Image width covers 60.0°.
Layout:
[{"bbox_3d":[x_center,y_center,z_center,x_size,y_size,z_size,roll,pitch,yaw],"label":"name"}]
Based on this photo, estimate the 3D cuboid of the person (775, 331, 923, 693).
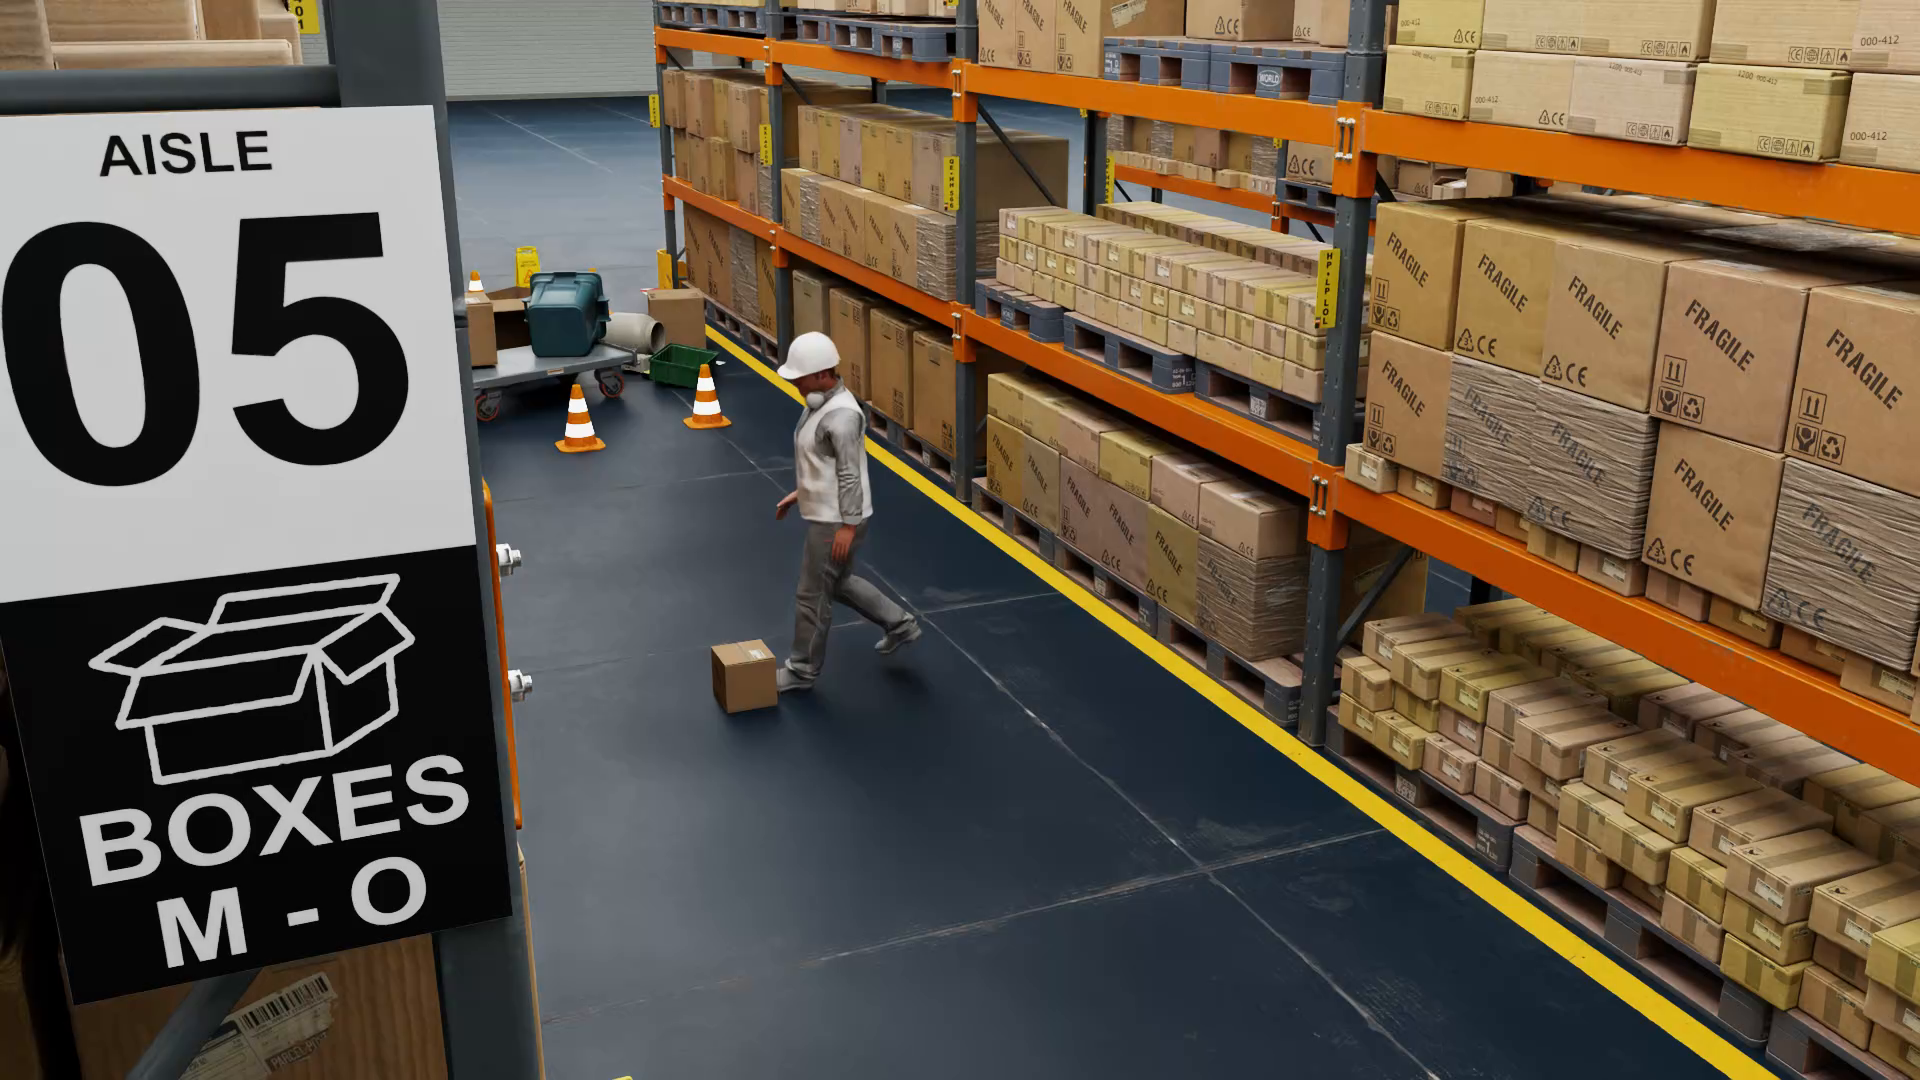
[{"bbox_3d":[-0.594,-0.138,7.918,0.851,1.757,0.552,-3,19,-8],"label":"person"}]
